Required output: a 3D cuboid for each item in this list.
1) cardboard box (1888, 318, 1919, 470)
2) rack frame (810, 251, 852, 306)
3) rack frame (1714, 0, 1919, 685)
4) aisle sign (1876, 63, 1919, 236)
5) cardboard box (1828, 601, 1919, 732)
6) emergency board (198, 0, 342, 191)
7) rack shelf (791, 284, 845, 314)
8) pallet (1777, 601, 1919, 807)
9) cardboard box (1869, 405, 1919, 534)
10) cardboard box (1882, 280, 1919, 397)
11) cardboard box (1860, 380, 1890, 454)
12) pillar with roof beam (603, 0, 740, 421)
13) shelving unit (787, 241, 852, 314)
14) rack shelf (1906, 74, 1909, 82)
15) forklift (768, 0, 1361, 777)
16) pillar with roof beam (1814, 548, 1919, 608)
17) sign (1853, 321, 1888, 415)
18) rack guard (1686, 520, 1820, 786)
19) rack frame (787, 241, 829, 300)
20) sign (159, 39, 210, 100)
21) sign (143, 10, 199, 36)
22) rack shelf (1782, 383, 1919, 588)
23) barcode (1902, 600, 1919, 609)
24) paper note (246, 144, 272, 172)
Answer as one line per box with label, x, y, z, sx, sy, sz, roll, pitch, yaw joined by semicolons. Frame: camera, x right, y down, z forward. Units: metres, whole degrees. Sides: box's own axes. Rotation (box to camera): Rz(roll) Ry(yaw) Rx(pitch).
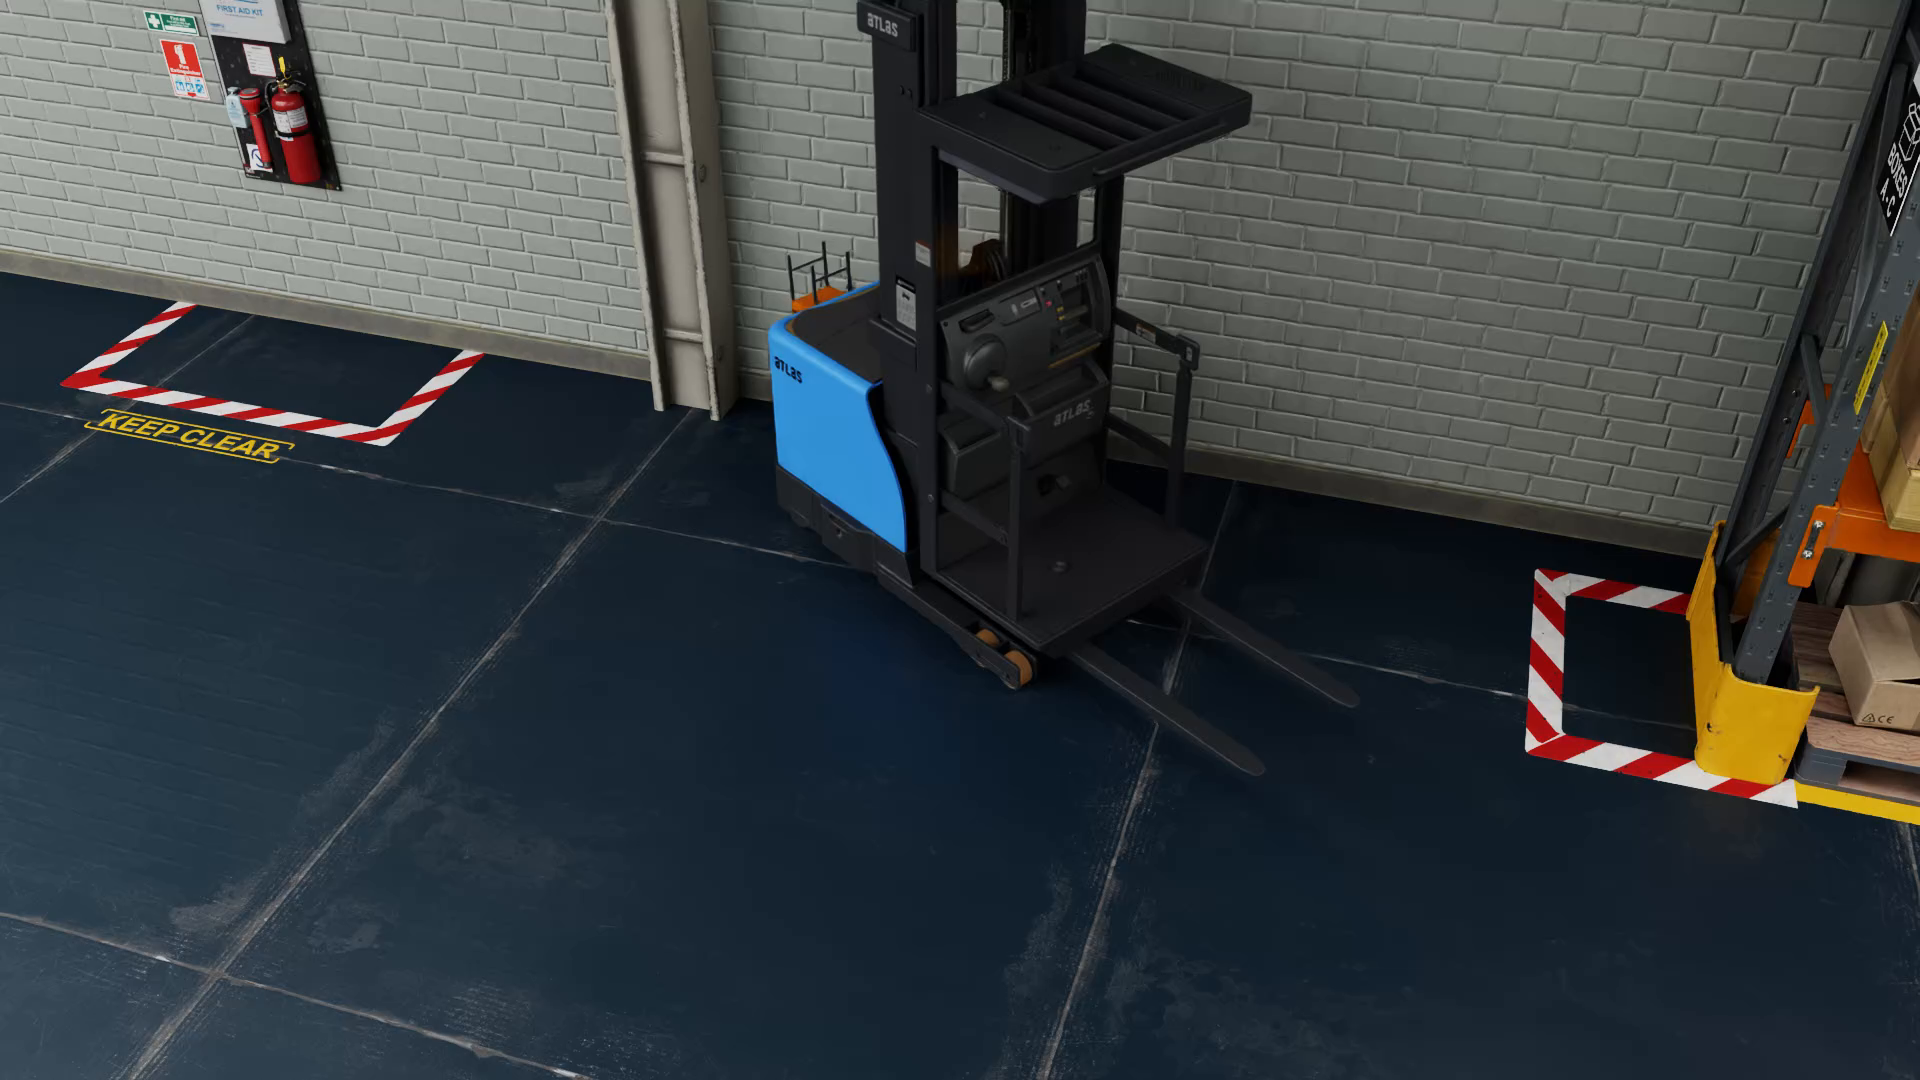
cardboard box;3.704;-0.553;5.948;0.500;0.500;0.500;11;38;14
rack frame;-0.608;-0.866;8.398;0.240;1.200;0.006;-29;42;-34
rack frame;3.338;-0.558;6.478;0.127;3.000;1.000;10;38;14
aisle sign;3.180;-1.448;5.494;0.004;0.787;0.394;10;38;14
cardboard box;3.972;0.521;6.909;0.500;0.311;0.500;6;37;9
emergency board;-3.810;-2.443;9.038;0.643;1.169;0.194;10;38;14
rack shelf;-0.683;-1.162;8.278;0.258;0.103;0.180;-29;42;-34
pallet;4.176;0.742;7.064;1.213;0.211;1.003;10;38;14
cardboard box;3.709;-0.240;6.155;0.500;0.250;0.500;9;37;13
cardboard box;3.852;-0.845;6.344;0.500;0.500;0.500;10;38;13
cardboard box;3.842;-0.533;6.553;0.500;0.250;0.500;11;38;15
pillar with roof beam;-2.746;-1.965;3.328;0.400;9.000;9.100;10;38;14
shelving unit;-0.671;-0.901;8.454;0.258;1.200;0.189;-29;42;-34
rack shelf;5.247;-1.123;5.321;4.000;0.370;1.077;10;38;14
forklift;0.430;-0.866;6.954;1.130;2.935;3.031;-28;44;-32
pillar with roof beam;2.981;-0.904;1.887;0.400;9.000;9.100;10;38;14
sign;3.177;-0.600;5.804;0.005;0.325;0.100;10;38;14
rack guard;3.411;0.462;7.200;0.348;0.500;1.175;10;38;14
rack frame;-0.734;-0.936;8.511;0.240;1.200;0.006;-29;42;-34
sign;-4.307;-2.613;9.240;0.234;0.329;0.001;10;38;14
sign;-4.305;-2.821;9.075;0.331;0.109;0.001;10;38;14
rack shelf;5.247;0.085;6.211;4.000;0.370;1.077;10;38;14
barcode;4.108;0.294;7.209;0.075;0.075;0.001;10;38;14
paper note;-3.958;-2.158;9.395;0.142;0.148;0.016;10;38;14
